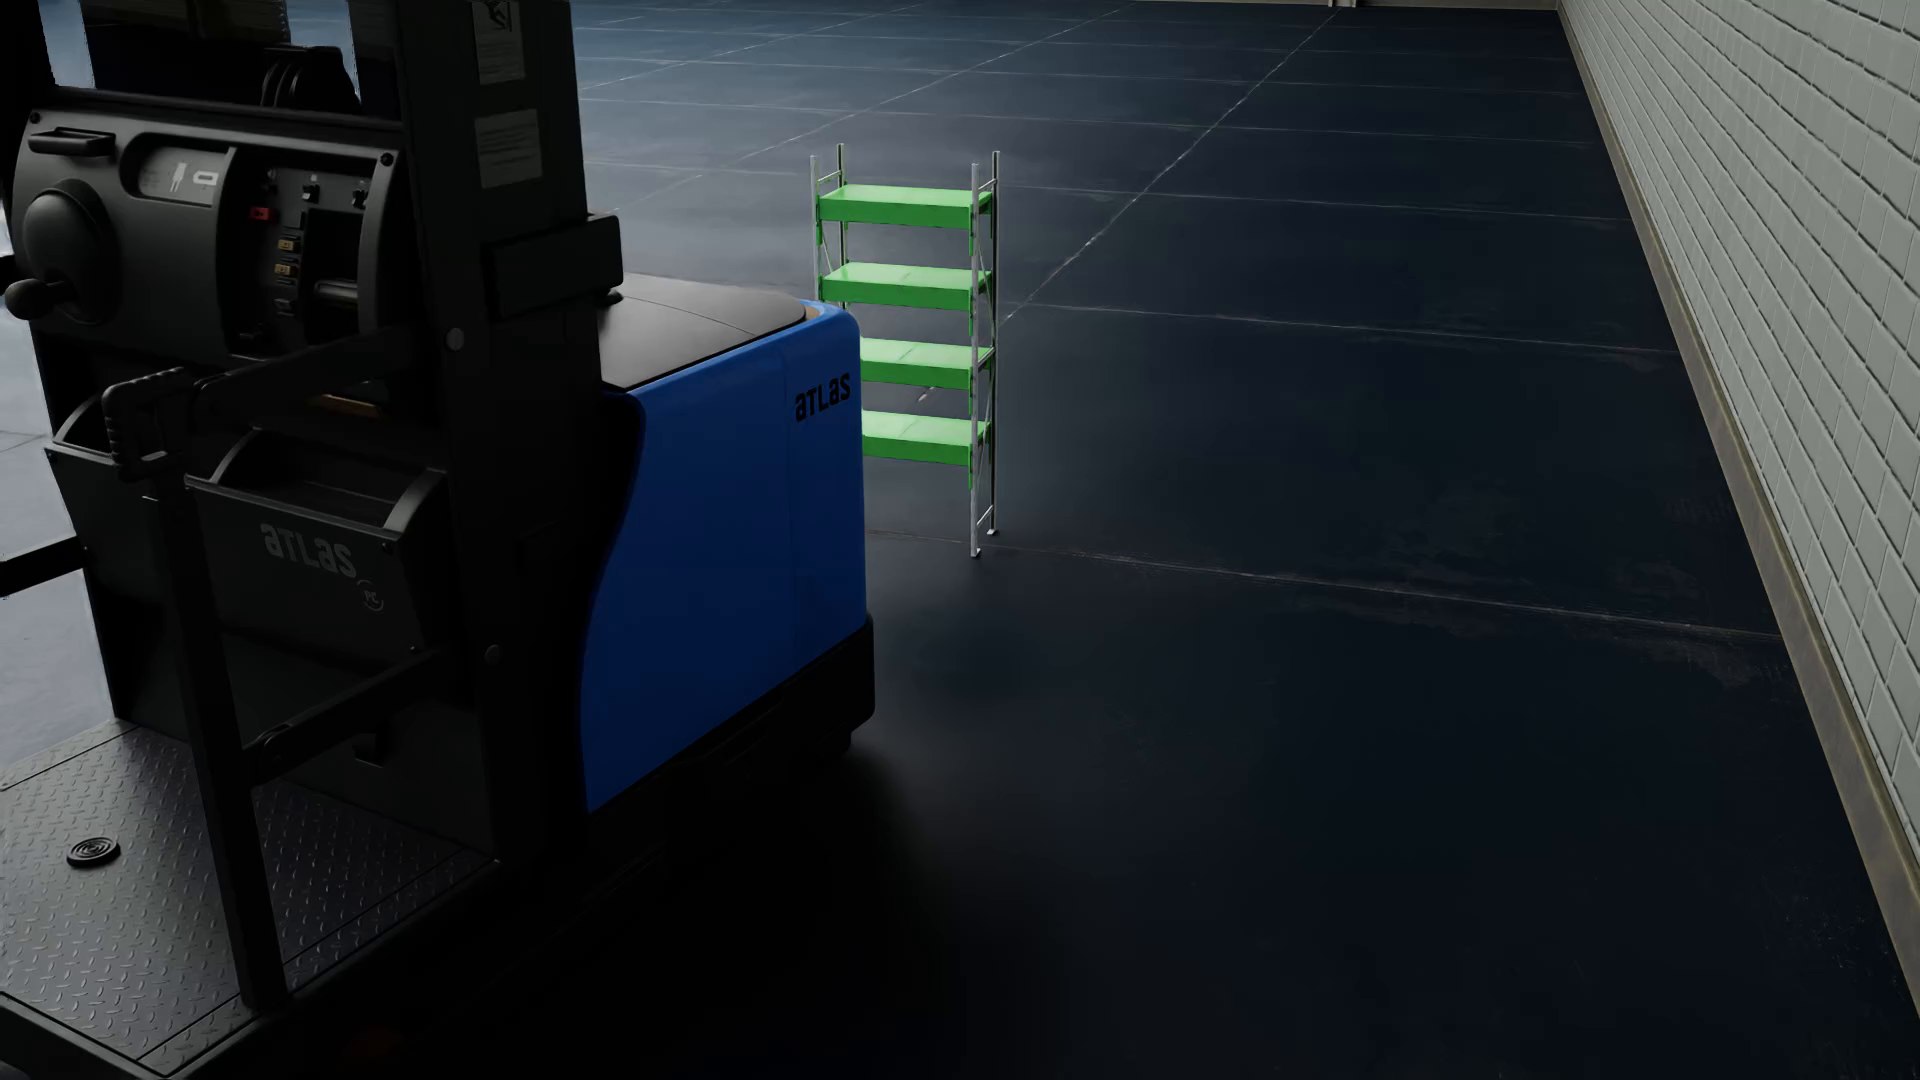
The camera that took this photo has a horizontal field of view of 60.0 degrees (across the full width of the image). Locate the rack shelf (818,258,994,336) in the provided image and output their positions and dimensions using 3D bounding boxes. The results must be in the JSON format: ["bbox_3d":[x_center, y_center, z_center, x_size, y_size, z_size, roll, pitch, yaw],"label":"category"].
[{"bbox_3d":[-0.158,-0.736,5.020,0.480,0.148,0.258,7,23,16],"label":"rack shelf"}]

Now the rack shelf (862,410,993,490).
[{"bbox_3d":[-0.158,-0.292,5.202,0.480,0.148,0.258,7,23,16],"label":"rack shelf"}]

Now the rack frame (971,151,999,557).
[{"bbox_3d":[0.075,-0.547,5.021,0.015,1.200,0.240,7,23,16],"label":"rack frame"}]

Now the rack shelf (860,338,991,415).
[{"bbox_3d":[-0.158,-0.514,5.111,0.480,0.148,0.258,7,23,16],"label":"rack shelf"}]

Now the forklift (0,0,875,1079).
[{"bbox_3d":[-1.378,-0.491,2.604,1.130,2.935,3.031,12,25,27],"label":"forklift"}]

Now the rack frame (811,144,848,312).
[{"bbox_3d":[-0.392,-0.600,5.152,0.015,1.200,0.240,7,23,16],"label":"rack frame"}]

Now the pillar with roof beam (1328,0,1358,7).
[{"bbox_3d":[4.353,-10.403,18.773,0.400,9.000,9.100,7,23,16],"label":"pillar with roof beam"}]

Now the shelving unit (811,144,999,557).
[{"bbox_3d":[-0.158,-0.573,5.087,0.503,1.200,0.258,7,23,16],"label":"shelving unit"}]

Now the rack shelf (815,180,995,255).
[{"bbox_3d":[-0.158,-0.958,4.929,0.480,0.148,0.258,7,23,16],"label":"rack shelf"}]
